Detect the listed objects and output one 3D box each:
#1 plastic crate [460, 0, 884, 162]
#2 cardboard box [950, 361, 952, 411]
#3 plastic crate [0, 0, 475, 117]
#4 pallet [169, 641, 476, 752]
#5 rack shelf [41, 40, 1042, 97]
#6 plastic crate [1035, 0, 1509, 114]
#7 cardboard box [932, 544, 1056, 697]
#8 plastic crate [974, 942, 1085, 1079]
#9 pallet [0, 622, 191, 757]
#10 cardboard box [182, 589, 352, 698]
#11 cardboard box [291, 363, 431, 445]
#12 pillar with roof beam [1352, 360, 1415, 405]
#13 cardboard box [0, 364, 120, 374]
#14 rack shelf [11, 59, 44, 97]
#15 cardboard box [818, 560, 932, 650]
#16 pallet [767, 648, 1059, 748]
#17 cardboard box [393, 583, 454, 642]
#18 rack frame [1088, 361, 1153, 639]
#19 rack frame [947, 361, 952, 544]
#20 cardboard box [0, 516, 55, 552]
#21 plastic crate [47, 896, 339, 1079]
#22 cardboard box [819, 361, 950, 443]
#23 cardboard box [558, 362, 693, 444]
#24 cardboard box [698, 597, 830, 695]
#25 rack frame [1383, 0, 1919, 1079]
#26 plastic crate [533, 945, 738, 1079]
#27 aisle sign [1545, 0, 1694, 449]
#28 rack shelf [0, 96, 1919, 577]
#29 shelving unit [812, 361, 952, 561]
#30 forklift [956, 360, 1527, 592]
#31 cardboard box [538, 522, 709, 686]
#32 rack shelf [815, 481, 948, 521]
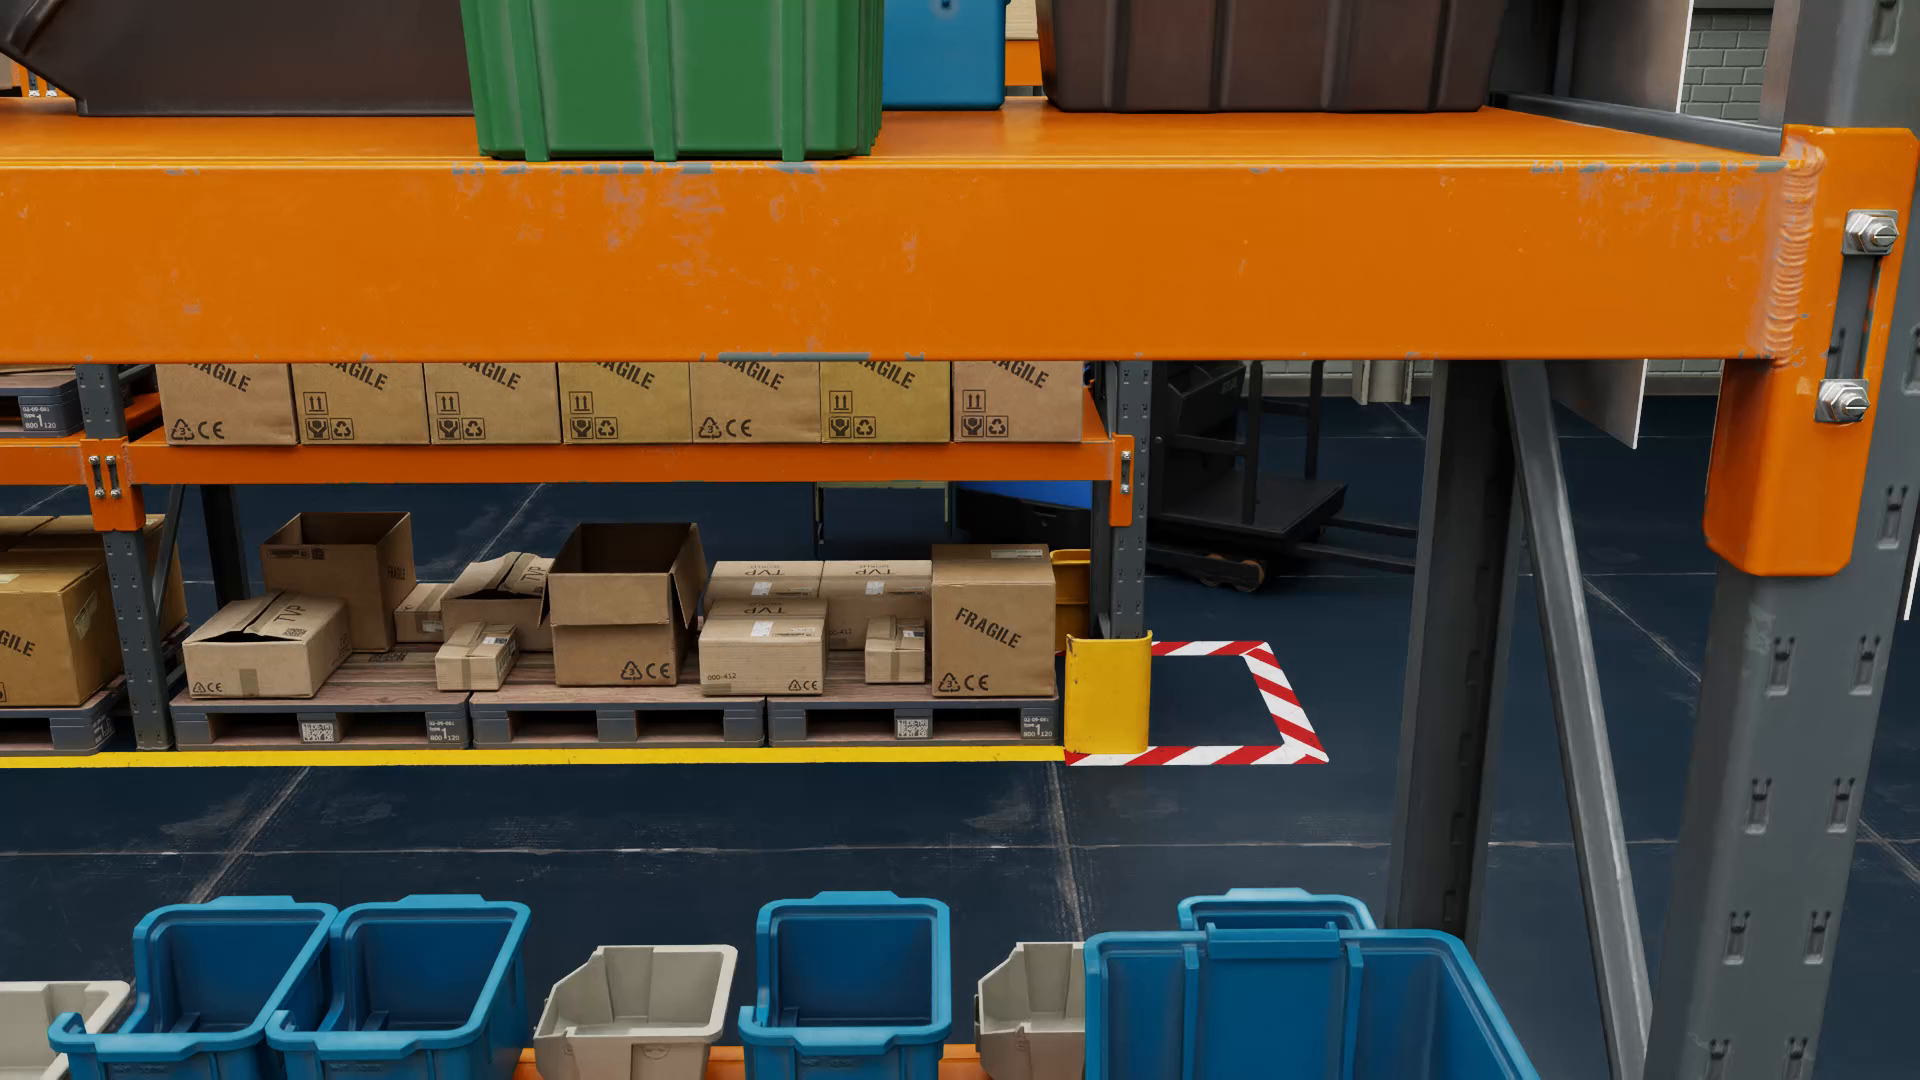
[{"bbox_3d":[-0.235,-0.452,1.482,0.336,0.188,0.450,0,18,-1],"label":"plastic crate"},{"bbox_3d":[-0.291,-0.851,7.127,0.500,0.500,0.500,0,18,-1],"label":"cardboard box"},{"bbox_3d":[-0.785,-0.692,1.984,0.767,0.338,0.504,0,18,-1],"label":"plastic crate"},{"bbox_3d":[-2.641,0.615,7.286,1.213,0.211,1.003,0,18,-1],"label":"pallet"},{"bbox_3d":[-1.328,-1.805,6.532,4.000,0.370,1.077,0,18,-1],"label":"rack shelf"},{"bbox_3d":[0.357,-0.666,2.016,0.590,0.269,0.497,0,18,-1],"label":"plastic crate"},{"bbox_3d":[0.132,0.329,6.982,0.500,0.500,0.500,0,18,-1],"label":"cardboard box"},{"bbox_3d":[0.172,0.757,2.609,0.298,0.136,0.250,0,18,-1],"label":"plastic crate"},{"bbox_3d":[-4.140,0.633,7.228,1.213,0.211,1.003,0,18,-1],"label":"pallet"},{"bbox_3d":[-2.904,0.425,6.994,0.500,0.311,0.500,0,18,-1],"label":"cardboard box"},{"bbox_3d":[-2.302,-0.680,6.594,0.500,0.500,0.500,0,18,0],"label":"cardboard box"},{"bbox_3d":[3.344,-4.061,7.476,0.400,9.000,9.100,0,18,-1],"label":"pillar with roof beam"},{"bbox_3d":[-3.805,-1.024,6.977,0.500,0.500,0.700,-6,19,-19],"label":"cardboard box"},{"bbox_3d":[-5.327,-1.786,6.472,4.000,0.370,1.077,0,18,-1],"label":"rack shelf"},{"bbox_3d":[-0.376,0.289,7.518,0.500,0.250,0.500,0,18,-1],"label":"cardboard box"},{"bbox_3d":[-0.201,0.603,7.322,1.213,0.211,1.003,0,18,-1],"label":"pallet"},{"bbox_3d":[-2.388,0.328,7.560,0.250,0.149,0.380,0,18,-1],"label":"cardboard box"},{"bbox_3d":[0.672,-0.729,6.910,0.127,3.000,1.000,0,18,-1],"label":"rack frame"},{"bbox_3d":[-0.059,-0.651,9.119,0.023,1.500,0.400,0,18,0],"label":"rack frame"},{"bbox_3d":[-4.348,0.205,7.371,0.500,0.500,0.500,0,18,0],"label":"cardboard box"},{"bbox_3d":[-1.122,0.743,2.496,0.300,0.233,0.416,0,18,-1],"label":"plastic crate"},{"bbox_3d":[-0.290,-0.688,6.618,0.500,0.500,0.500,0,18,0],"label":"cardboard box"},{"bbox_3d":[-1.293,-0.685,6.608,0.500,0.500,0.500,-1,18,-2],"label":"cardboard box"},{"bbox_3d":[-0.818,0.444,7.035,0.500,0.250,0.500,0,18,-1],"label":"cardboard box"},{"bbox_3d":[0.747,0.785,2.191,0.053,2.616,0.949,0,18,-1],"label":"rack frame"},{"bbox_3d":[-0.506,0.761,2.599,0.298,0.136,0.250,0,18,-1],"label":"plastic crate"},{"bbox_3d":[0.814,-0.545,2.081,0.004,0.787,0.394,0,18,-1],"label":"aisle sign"},{"bbox_3d":[-1.253,-0.293,1.816,4.000,0.370,1.077,0,18,-1],"label":"rack shelf"},{"bbox_3d":[-0.425,-0.652,9.121,0.755,1.500,0.431,0,18,0],"label":"shelving unit"},{"bbox_3d":[1.511,-1.307,8.824,3.031,2.935,1.130,10,20,28],"label":"forklift"},{"bbox_3d":[-1.449,0.259,7.197,0.637,0.503,0.797,0,18,-1],"label":"cardboard box"},{"bbox_3d":[-0.426,-0.341,9.221,0.720,0.370,0.431,0,18,0],"label":"rack shelf"}]
